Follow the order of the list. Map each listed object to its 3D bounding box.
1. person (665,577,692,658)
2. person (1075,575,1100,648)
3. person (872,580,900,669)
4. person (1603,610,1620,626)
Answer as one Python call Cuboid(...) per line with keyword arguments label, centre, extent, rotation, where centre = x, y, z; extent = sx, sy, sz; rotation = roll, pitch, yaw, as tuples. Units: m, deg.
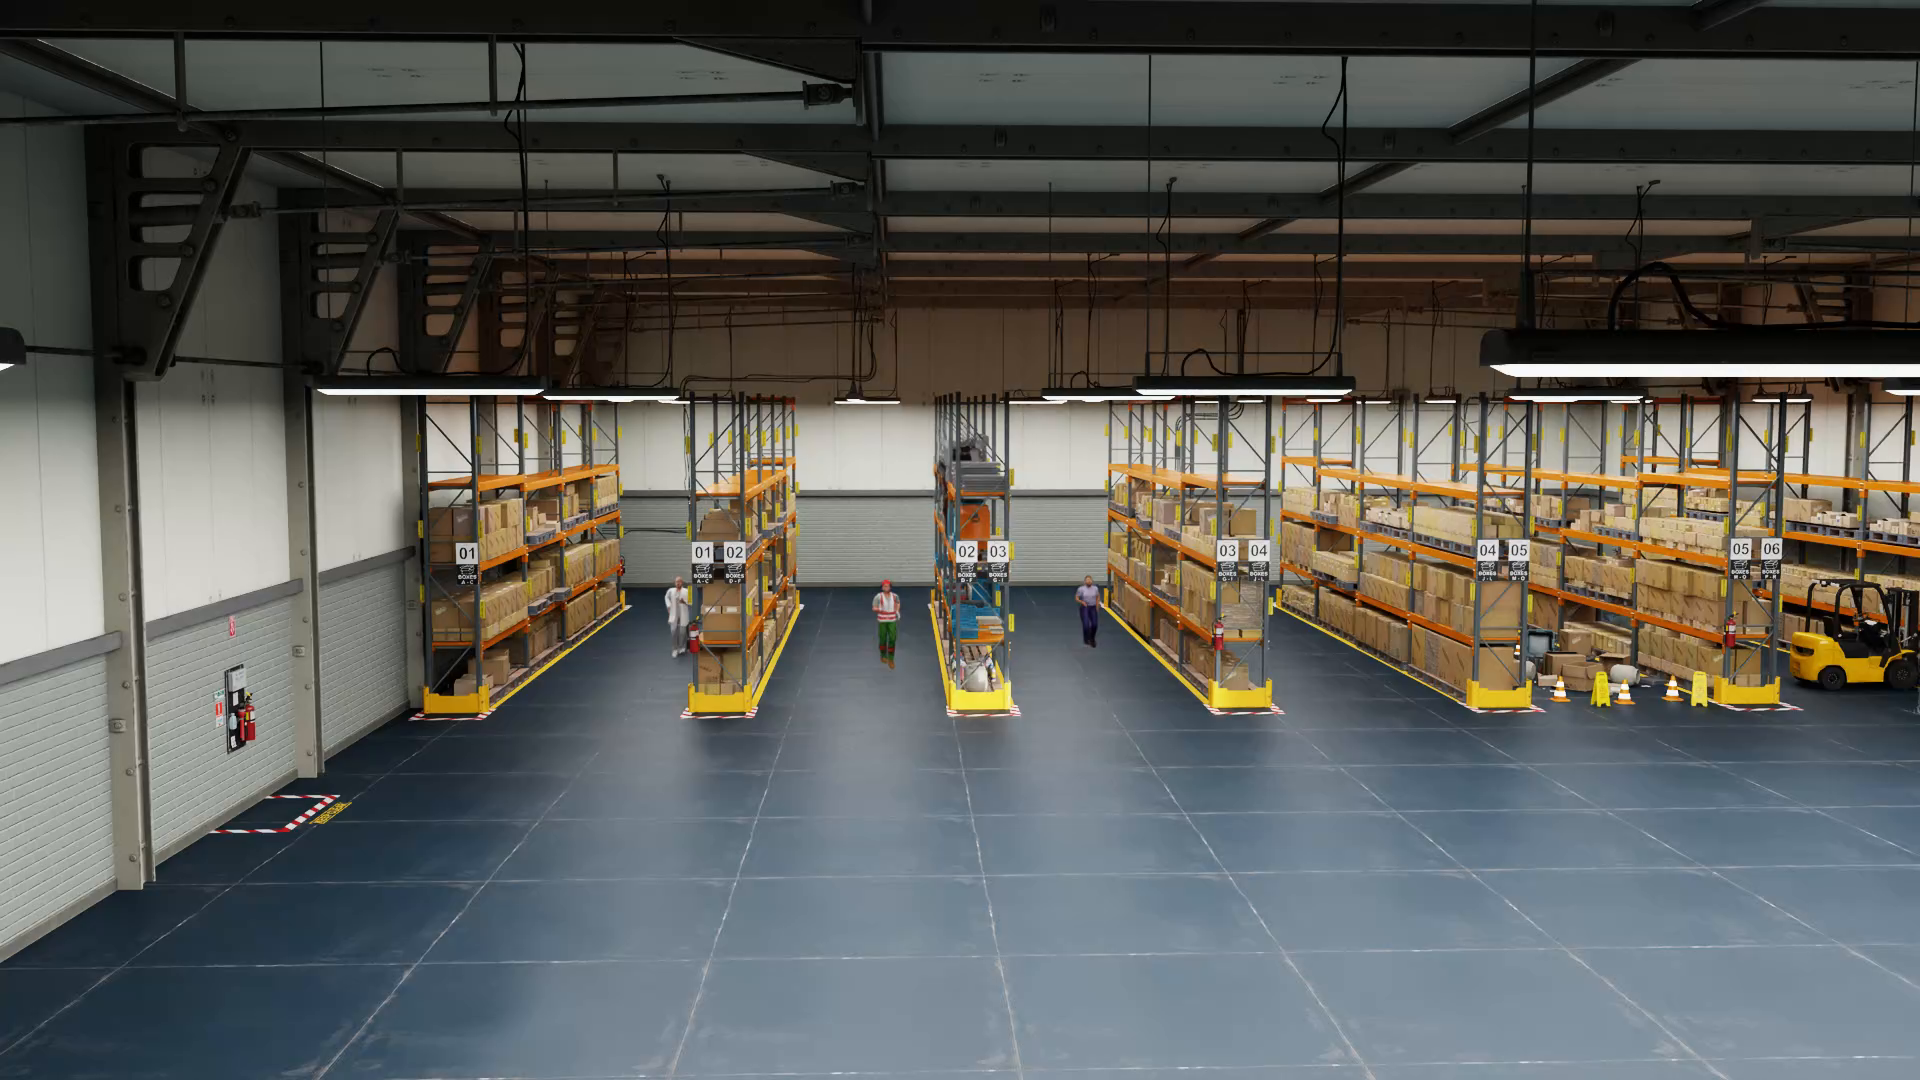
Cuboid(label="person", centre=(-6.466, 1.772, 38.264), extent=(0.682, 1.840, 0.802), rotation=(0, 5, -3))
Cuboid(label="person", centre=(2.939, 1.646, 38.003), extent=(0.604, 1.678, 0.581), rotation=(0, 5, -6))
Cuboid(label="person", centre=(-1.544, 1.782, 35.200), extent=(0.611, 1.879, 0.698), rotation=(-1, 5, -11))
Cuboid(label="person", centre=(16.437, 1.506, 41.852), extent=(0.692, 1.724, 0.582), rotation=(0, 5, -5))
